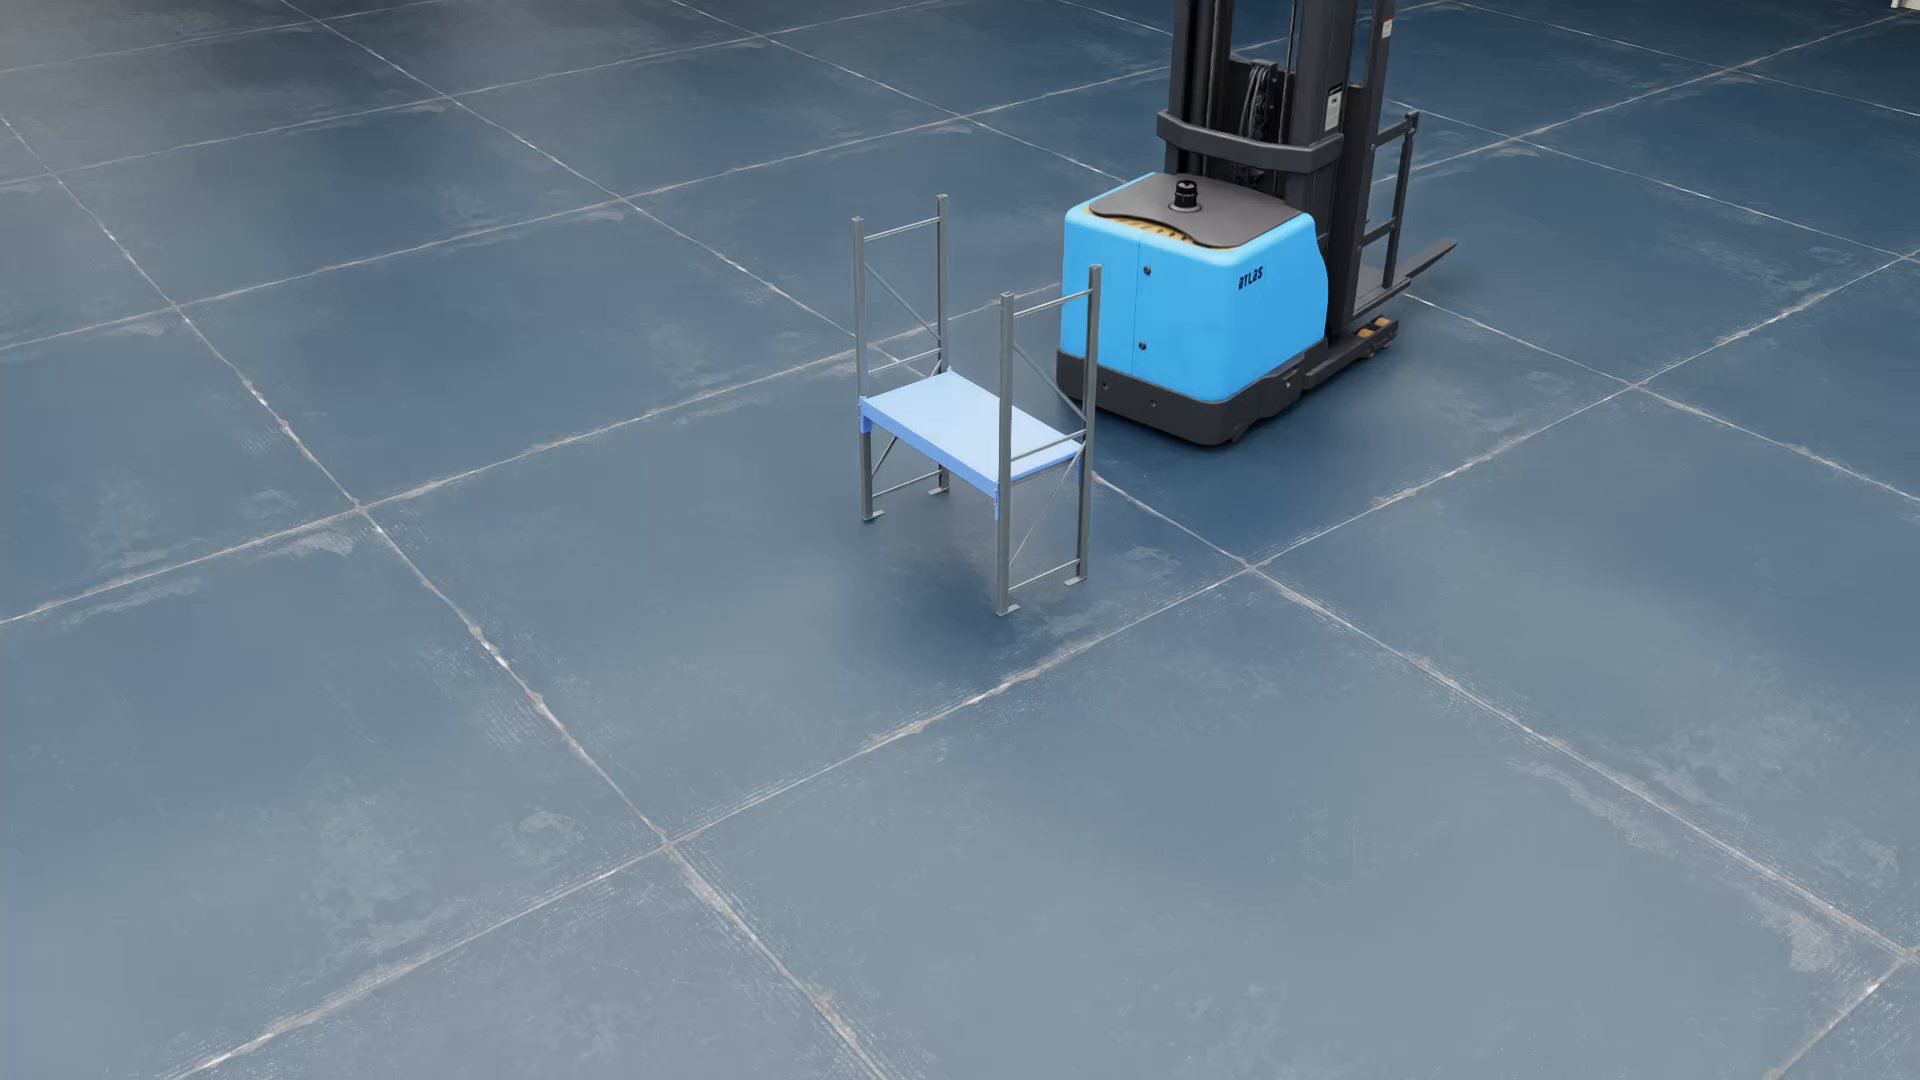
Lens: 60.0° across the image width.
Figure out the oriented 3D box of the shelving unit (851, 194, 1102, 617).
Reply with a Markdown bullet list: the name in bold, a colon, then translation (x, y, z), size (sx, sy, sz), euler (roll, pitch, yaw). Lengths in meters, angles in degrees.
- **shelving unit**: translation (0.052, -0.602, 7.297), size (0.538, 1.500, 1.048), euler (-22, 38, -31)

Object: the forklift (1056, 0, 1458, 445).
- **forklift**: translation (1.856, -2.424, 8.876), size (1.130, 2.935, 3.031), euler (24, 39, 34)

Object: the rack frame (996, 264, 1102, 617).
- **rack frame**: translation (0.364, -0.390, 6.956), size (0.500, 1.500, 0.032), euler (-22, 38, -31)

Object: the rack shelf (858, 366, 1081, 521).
- **rack shelf**: translation (0.052, -0.449, 7.392), size (0.538, 0.185, 1.000), euler (-22, 38, -31)

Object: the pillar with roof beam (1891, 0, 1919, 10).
- **pillar with roof beam**: translation (5.810, -7.539, 11.359), size (9.100, 9.000, 0.400), euler (-22, 38, -31)

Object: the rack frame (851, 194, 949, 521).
- **rack frame**: translation (-0.259, -0.813, 7.638), size (0.500, 1.500, 0.032), euler (-22, 38, -31)
